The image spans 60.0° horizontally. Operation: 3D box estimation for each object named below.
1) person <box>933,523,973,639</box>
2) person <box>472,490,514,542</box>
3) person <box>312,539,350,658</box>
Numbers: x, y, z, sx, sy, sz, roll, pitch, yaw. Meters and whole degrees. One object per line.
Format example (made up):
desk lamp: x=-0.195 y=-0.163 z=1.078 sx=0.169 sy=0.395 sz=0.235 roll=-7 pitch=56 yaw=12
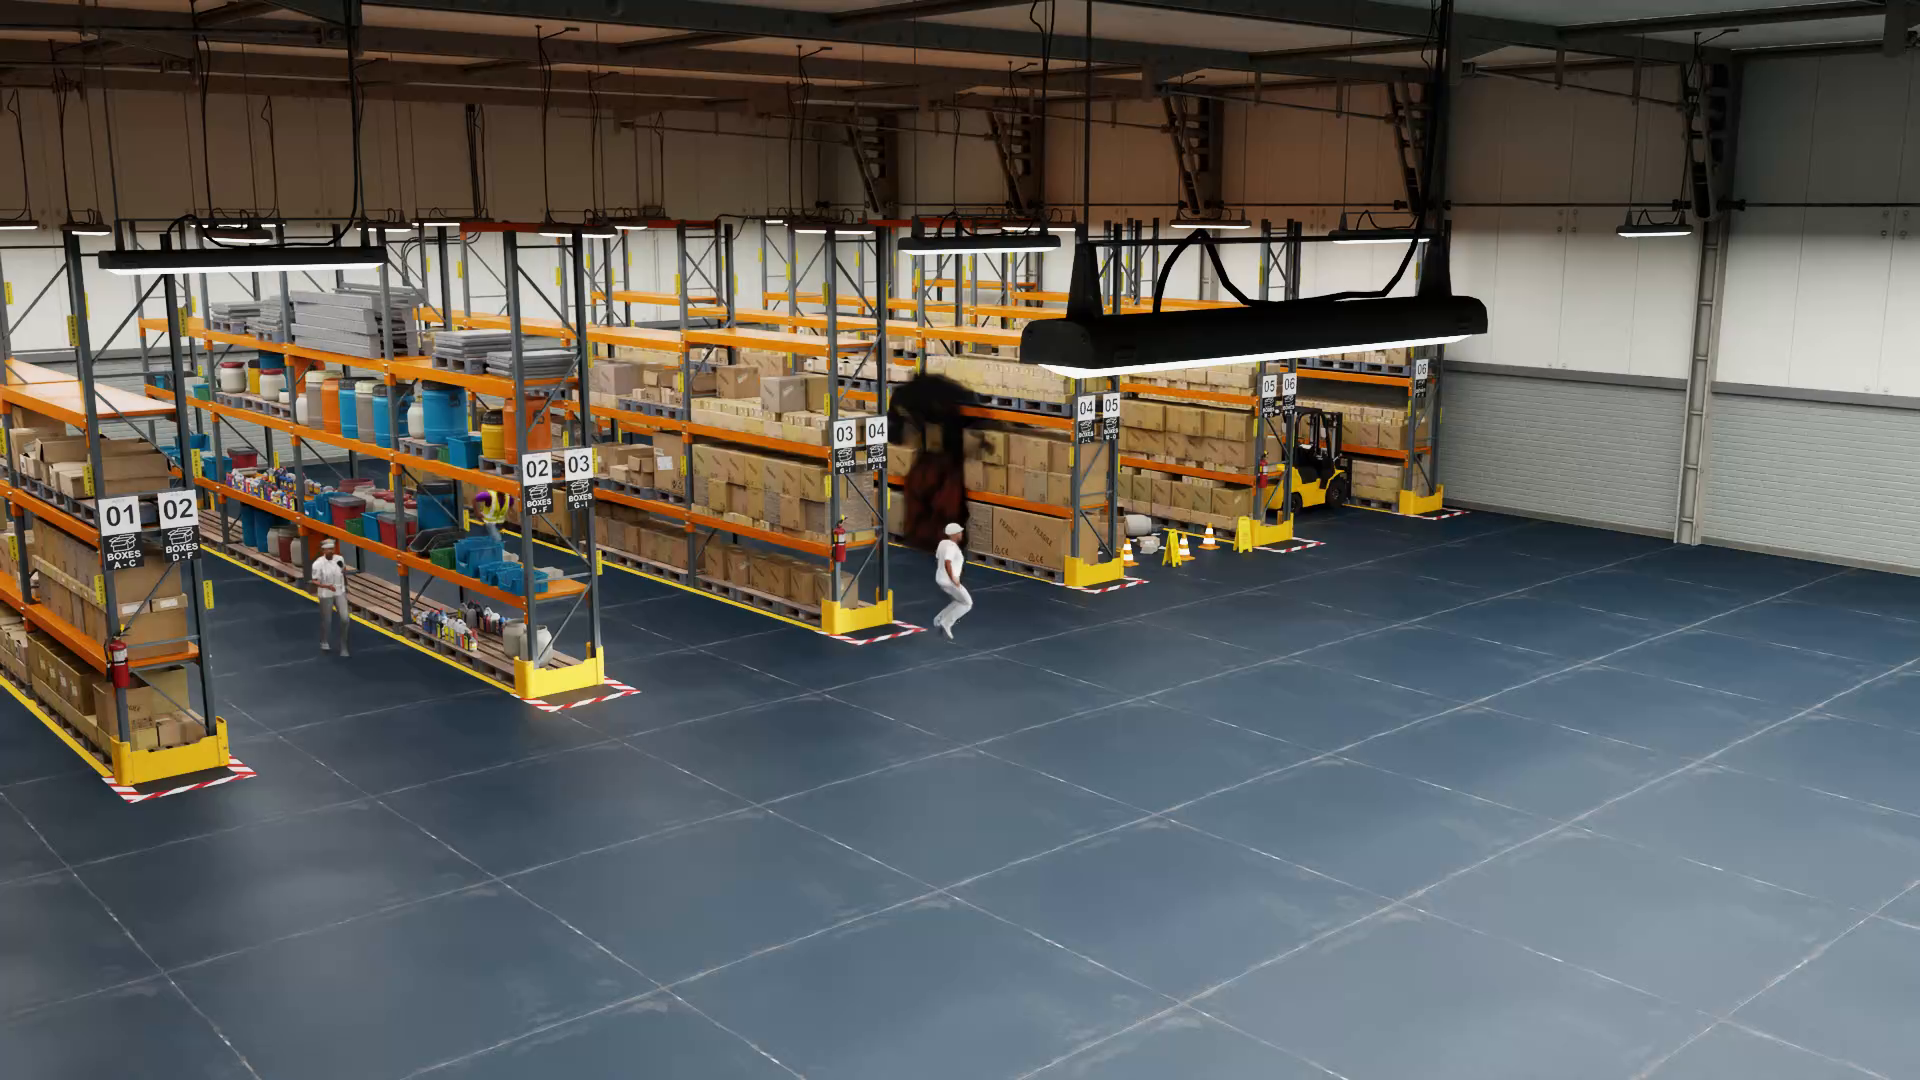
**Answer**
person: x=-0.108 y=0.584 z=24.146 sx=0.595 sy=1.677 sz=0.718 roll=-4 pitch=12 yaw=-21
person: x=-8.170 y=-0.259 z=29.029 sx=1.061 sy=1.715 sz=0.746 roll=11 pitch=16 yaw=43
person: x=-8.939 y=0.819 z=23.632 sx=0.504 sy=1.741 sz=0.767 roll=-7 pitch=14 yaw=-33
